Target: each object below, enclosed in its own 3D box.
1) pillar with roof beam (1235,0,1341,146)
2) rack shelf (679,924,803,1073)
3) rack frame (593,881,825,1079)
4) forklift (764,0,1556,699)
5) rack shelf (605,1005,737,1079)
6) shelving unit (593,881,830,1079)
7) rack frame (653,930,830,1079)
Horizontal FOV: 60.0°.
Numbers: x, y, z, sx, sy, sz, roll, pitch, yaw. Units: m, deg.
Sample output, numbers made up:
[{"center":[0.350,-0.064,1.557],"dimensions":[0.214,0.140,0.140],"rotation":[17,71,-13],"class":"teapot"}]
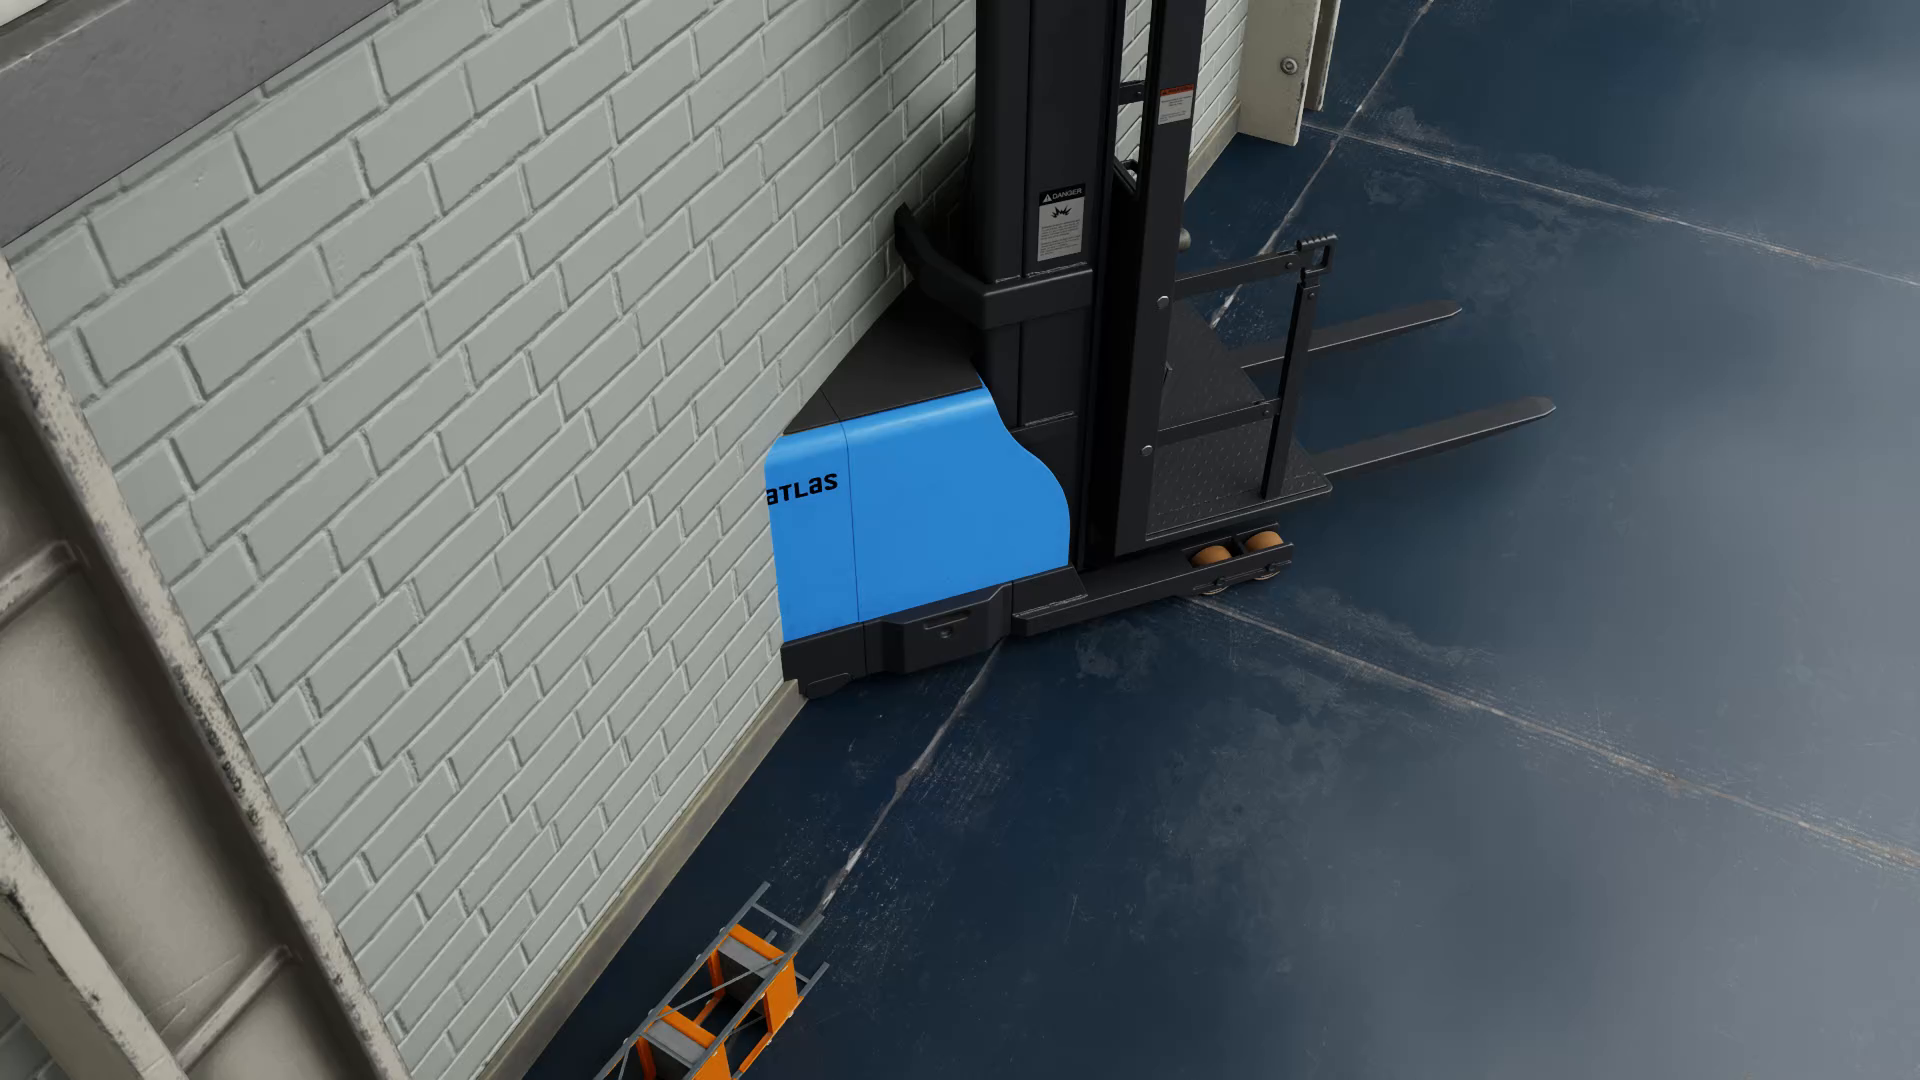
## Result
[{"center":[5.275,-3.694,3.074],"dimensions":[9.100,9.000,0.400],"rotation":[20,49,19],"class":"pillar with roof beam"},{"center":[-0.581,1.196,4.386],"dimensions":[0.215,0.240,0.259],"rotation":[25,50,23],"class":"rack shelf"},{"center":[-0.732,1.273,4.139],"dimensions":[0.200,0.008,1.050],"rotation":[25,50,23],"class":"rack frame"},{"center":[0.584,-1.186,4.862],"dimensions":[3.031,2.935,1.130],"rotation":[-15,47,-14],"class":"forklift"},{"center":[-0.737,1.365,4.220],"dimensions":[0.215,0.240,0.259],"rotation":[25,50,23],"class":"rack shelf"},{"center":[-0.732,1.358,4.226],"dimensions":[0.215,0.252,1.050],"rotation":[25,50,23],"class":"shelving unit"},{"center":[-0.732,1.444,4.313],"dimensions":[0.200,0.008,1.050],"rotation":[25,50,23],"class":"rack frame"}]
